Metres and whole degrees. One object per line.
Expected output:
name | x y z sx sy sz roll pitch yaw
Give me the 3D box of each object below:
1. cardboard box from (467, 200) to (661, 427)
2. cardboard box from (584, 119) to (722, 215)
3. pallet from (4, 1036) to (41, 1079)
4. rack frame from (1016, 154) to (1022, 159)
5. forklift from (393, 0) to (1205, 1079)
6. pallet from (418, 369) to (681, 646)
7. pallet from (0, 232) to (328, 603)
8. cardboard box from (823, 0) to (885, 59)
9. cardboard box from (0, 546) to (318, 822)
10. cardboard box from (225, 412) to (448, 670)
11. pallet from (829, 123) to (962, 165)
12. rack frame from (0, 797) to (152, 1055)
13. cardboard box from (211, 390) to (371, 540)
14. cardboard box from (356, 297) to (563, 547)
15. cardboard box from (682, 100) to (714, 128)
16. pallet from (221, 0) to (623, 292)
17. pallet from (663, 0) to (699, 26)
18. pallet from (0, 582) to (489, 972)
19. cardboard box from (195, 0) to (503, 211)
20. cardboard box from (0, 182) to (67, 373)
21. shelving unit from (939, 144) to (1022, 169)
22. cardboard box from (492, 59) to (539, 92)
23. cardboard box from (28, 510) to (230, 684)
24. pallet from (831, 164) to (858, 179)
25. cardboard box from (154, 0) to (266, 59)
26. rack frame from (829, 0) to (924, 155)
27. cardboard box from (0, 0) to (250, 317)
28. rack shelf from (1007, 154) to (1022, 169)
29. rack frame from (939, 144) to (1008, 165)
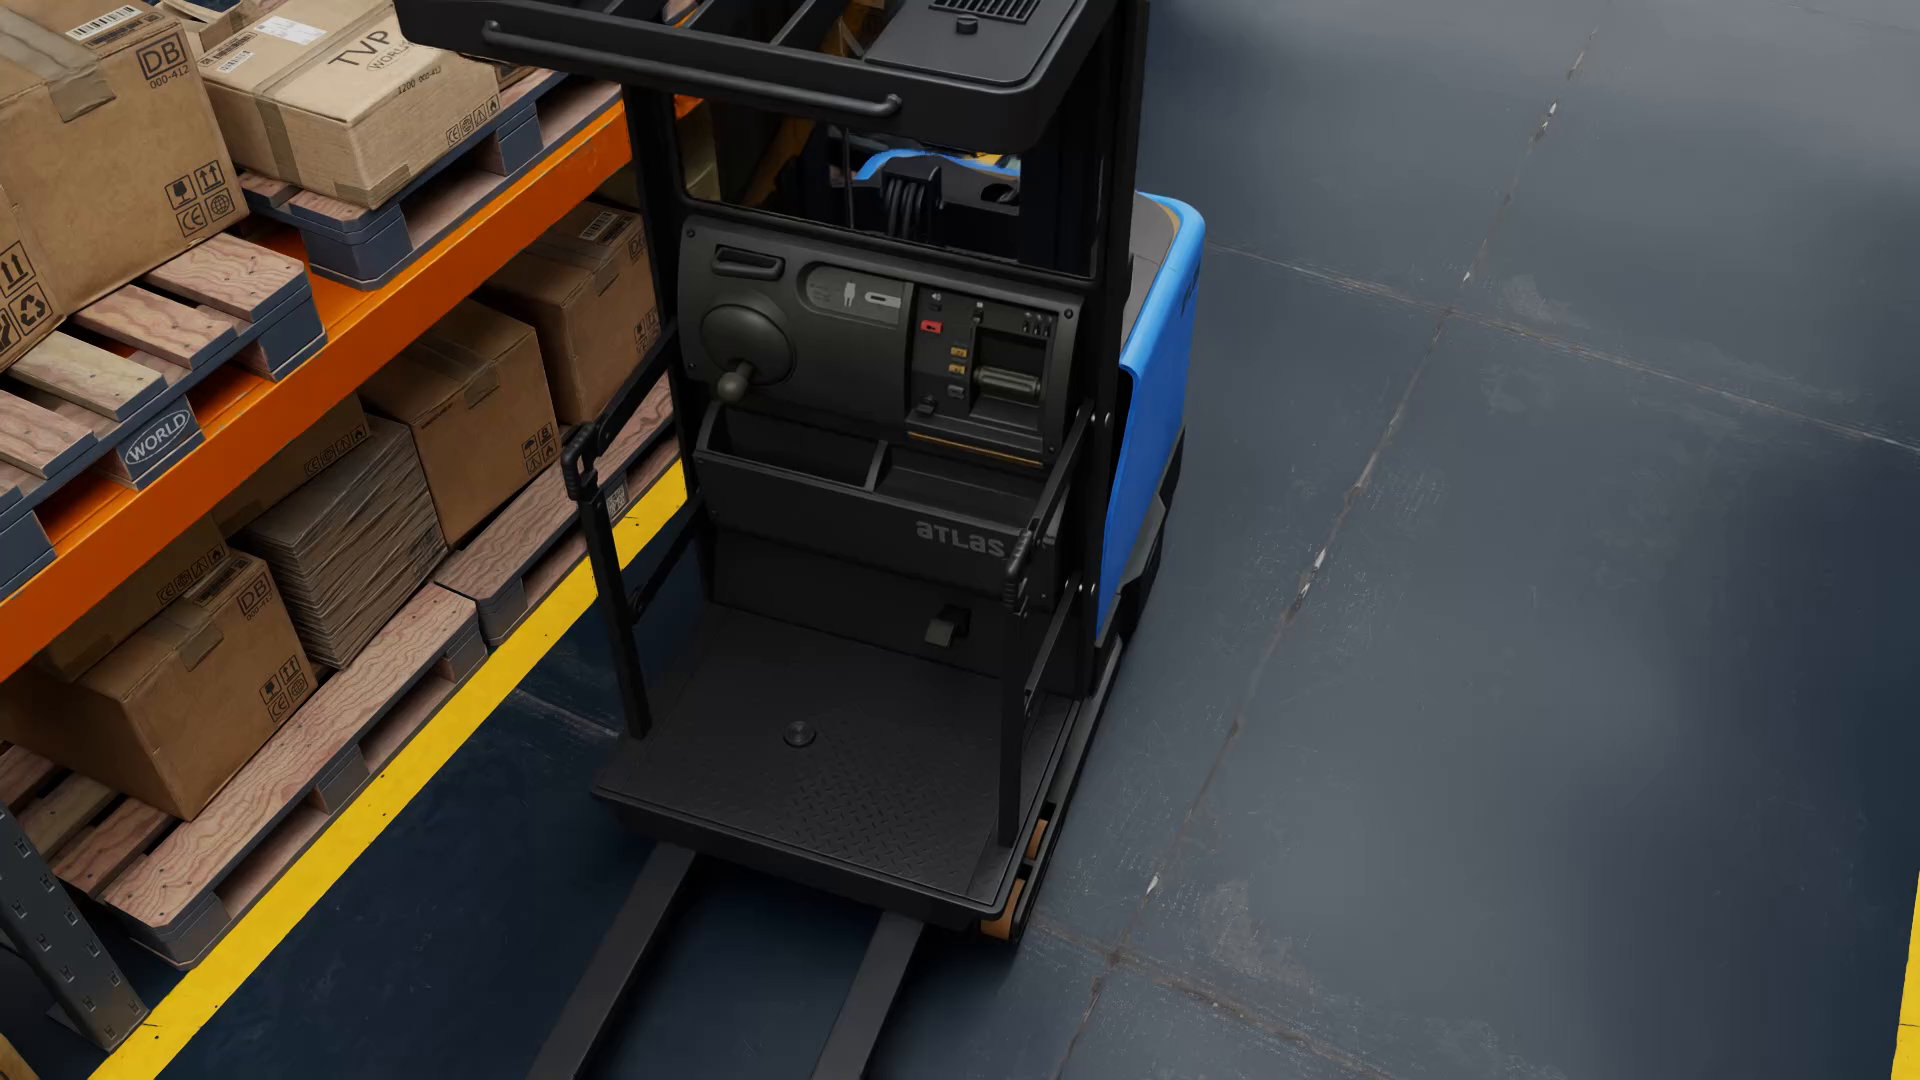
cardboard box | -1.408 -0.783 5.363 0.700 0.500 0.500 17 48 16
cardboard box | -1.149 -1.136 5.712 0.700 0.500 0.500 20 49 19
pallet | -2.896 1.438 3.680 1.003 0.211 1.213 20 49 19
rack frame | 0.374 -1.404 5.583 0.400 1.500 0.023 14 47 13
forklift | -0.262 -0.349 3.534 1.130 2.935 3.031 14 47 13
pallet | -1.532 -0.291 5.389 1.003 0.211 1.213 20 49 19
pallet | -2.227 -0.431 3.702 1.213 0.211 1.003 20 49 19
cardboard box | -0.386 -2.042 6.621 0.500 0.500 0.500 19 48 18
cardboard box | -2.170 0.281 4.311 0.700 0.500 0.500 18 48 17
cardboard box | -1.924 -0.072 4.661 0.700 0.500 0.500 17 48 16
pallet | -0.326 -1.988 7.067 1.003 0.211 1.213 20 49 19
rack frame | -2.463 -0.014 3.155 1.000 3.000 0.127 20 49 19
cardboard box | -1.942 -0.323 4.381 0.500 0.250 0.500 26 51 23
cardboard box | -1.667 -0.432 5.016 0.700 0.500 0.500 24 50 22
cardboard box | -0.911 -1.430 6.003 0.700 0.500 0.500 17 48 16
pallet | -1.581 -1.207 4.469 1.003 0.211 1.213 20 49 19
pallet | -1.090 -2.033 5.285 1.003 0.211 1.213 20 49 19
pallet | -2.099 0.474 4.633 1.003 0.211 1.213 20 49 19
cardboard box | -1.482 -1.089 4.027 0.500 0.250 0.500 19 48 18
cardboard box | -2.248 -0.550 3.319 0.500 0.500 0.500 15 47 14
shelving unit | 0.253 -1.159 5.341 0.431 1.500 0.755 14 47 13
cardboard box | -1.330 -1.595 4.350 0.797 0.503 0.637 25 51 23
cardboard box | -2.179 0.014 4.048 0.500 0.250 0.500 22 49 21
pallet | -0.967 -1.063 6.152 1.003 0.211 1.213 20 49 19
cardboard box | -1.929 -1.254 4.180 0.396 0.266 0.258 19 48 18
rack frame | -0.607 -2.534 5.645 1.000 3.000 0.127 20 49 19
cardboard box | -2.078 -0.935 3.699 0.700 0.500 0.500 28 51 25
rack shelf | 0.253 -0.929 5.573 0.431 0.370 0.720 14 47 13
rack frame | 0.131 -0.913 5.098 0.400 1.500 0.023 14 47 13
